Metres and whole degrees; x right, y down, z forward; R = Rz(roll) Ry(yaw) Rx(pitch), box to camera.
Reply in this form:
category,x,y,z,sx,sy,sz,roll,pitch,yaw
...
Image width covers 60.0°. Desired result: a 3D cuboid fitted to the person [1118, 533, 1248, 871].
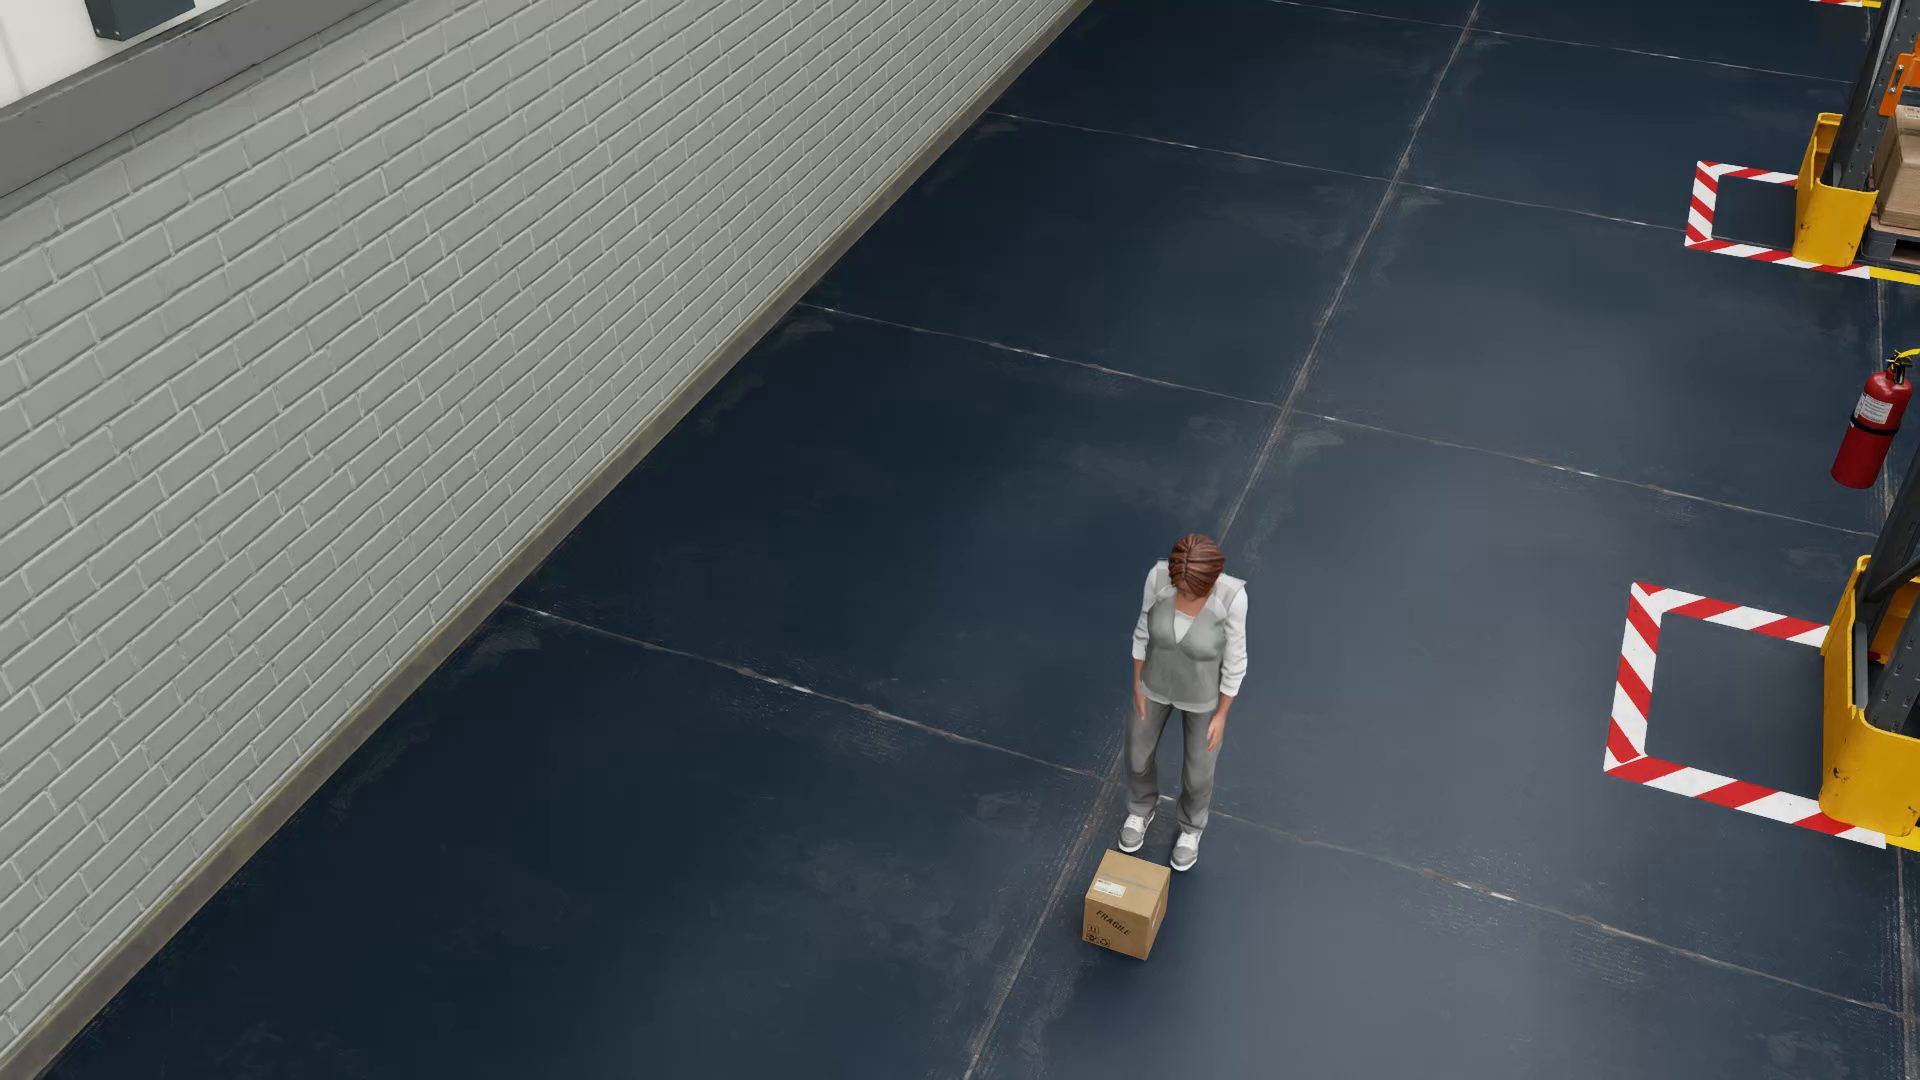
category,x,y,z,sx,sy,sz,roll,pitch,yaw
person,0.828,0.585,6.124,0.423,1.550,0.368,15,41,19
